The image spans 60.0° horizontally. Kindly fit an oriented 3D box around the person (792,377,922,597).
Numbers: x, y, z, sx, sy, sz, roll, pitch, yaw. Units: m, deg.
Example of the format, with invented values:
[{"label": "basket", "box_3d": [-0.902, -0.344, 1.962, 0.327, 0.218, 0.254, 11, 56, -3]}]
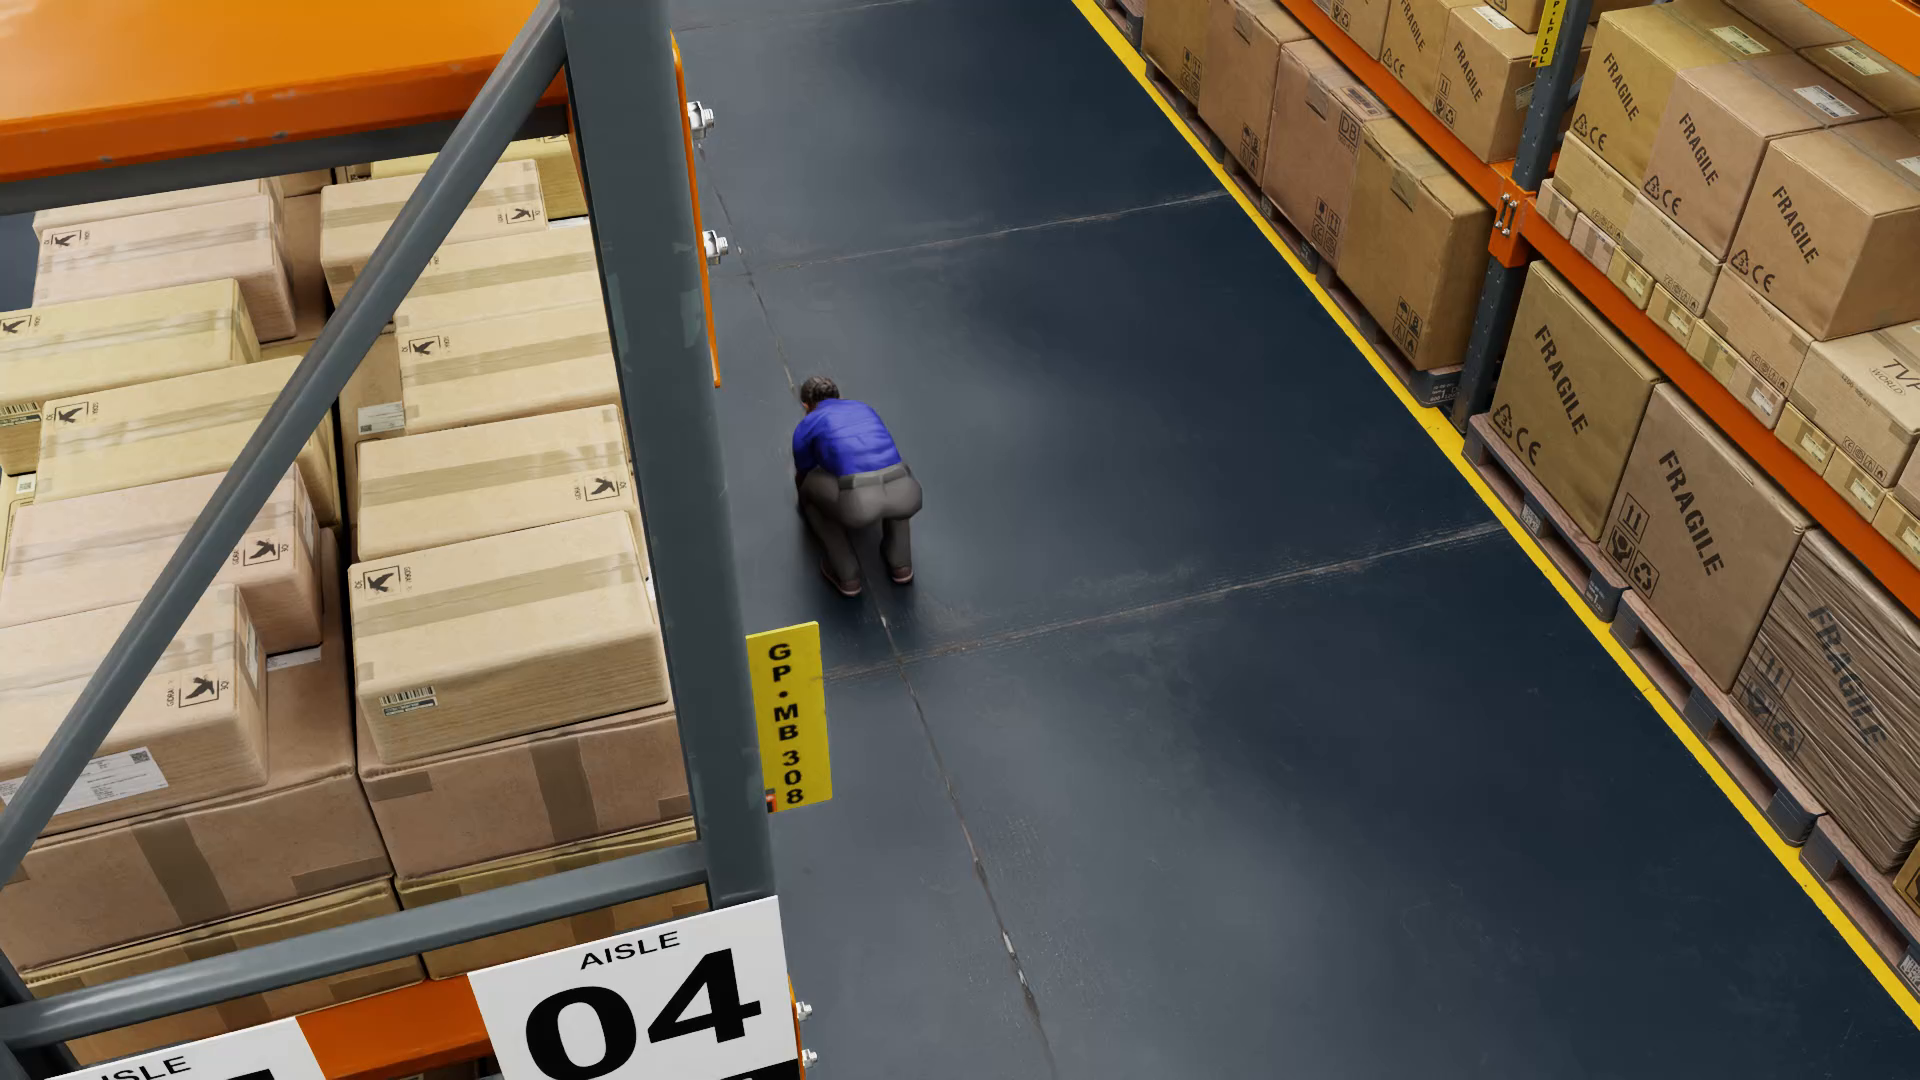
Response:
[{"label": "person", "box_3d": [-0.456, -0.228, 7.110, 0.463, 0.772, 0.872, -15, 45, -16]}]
